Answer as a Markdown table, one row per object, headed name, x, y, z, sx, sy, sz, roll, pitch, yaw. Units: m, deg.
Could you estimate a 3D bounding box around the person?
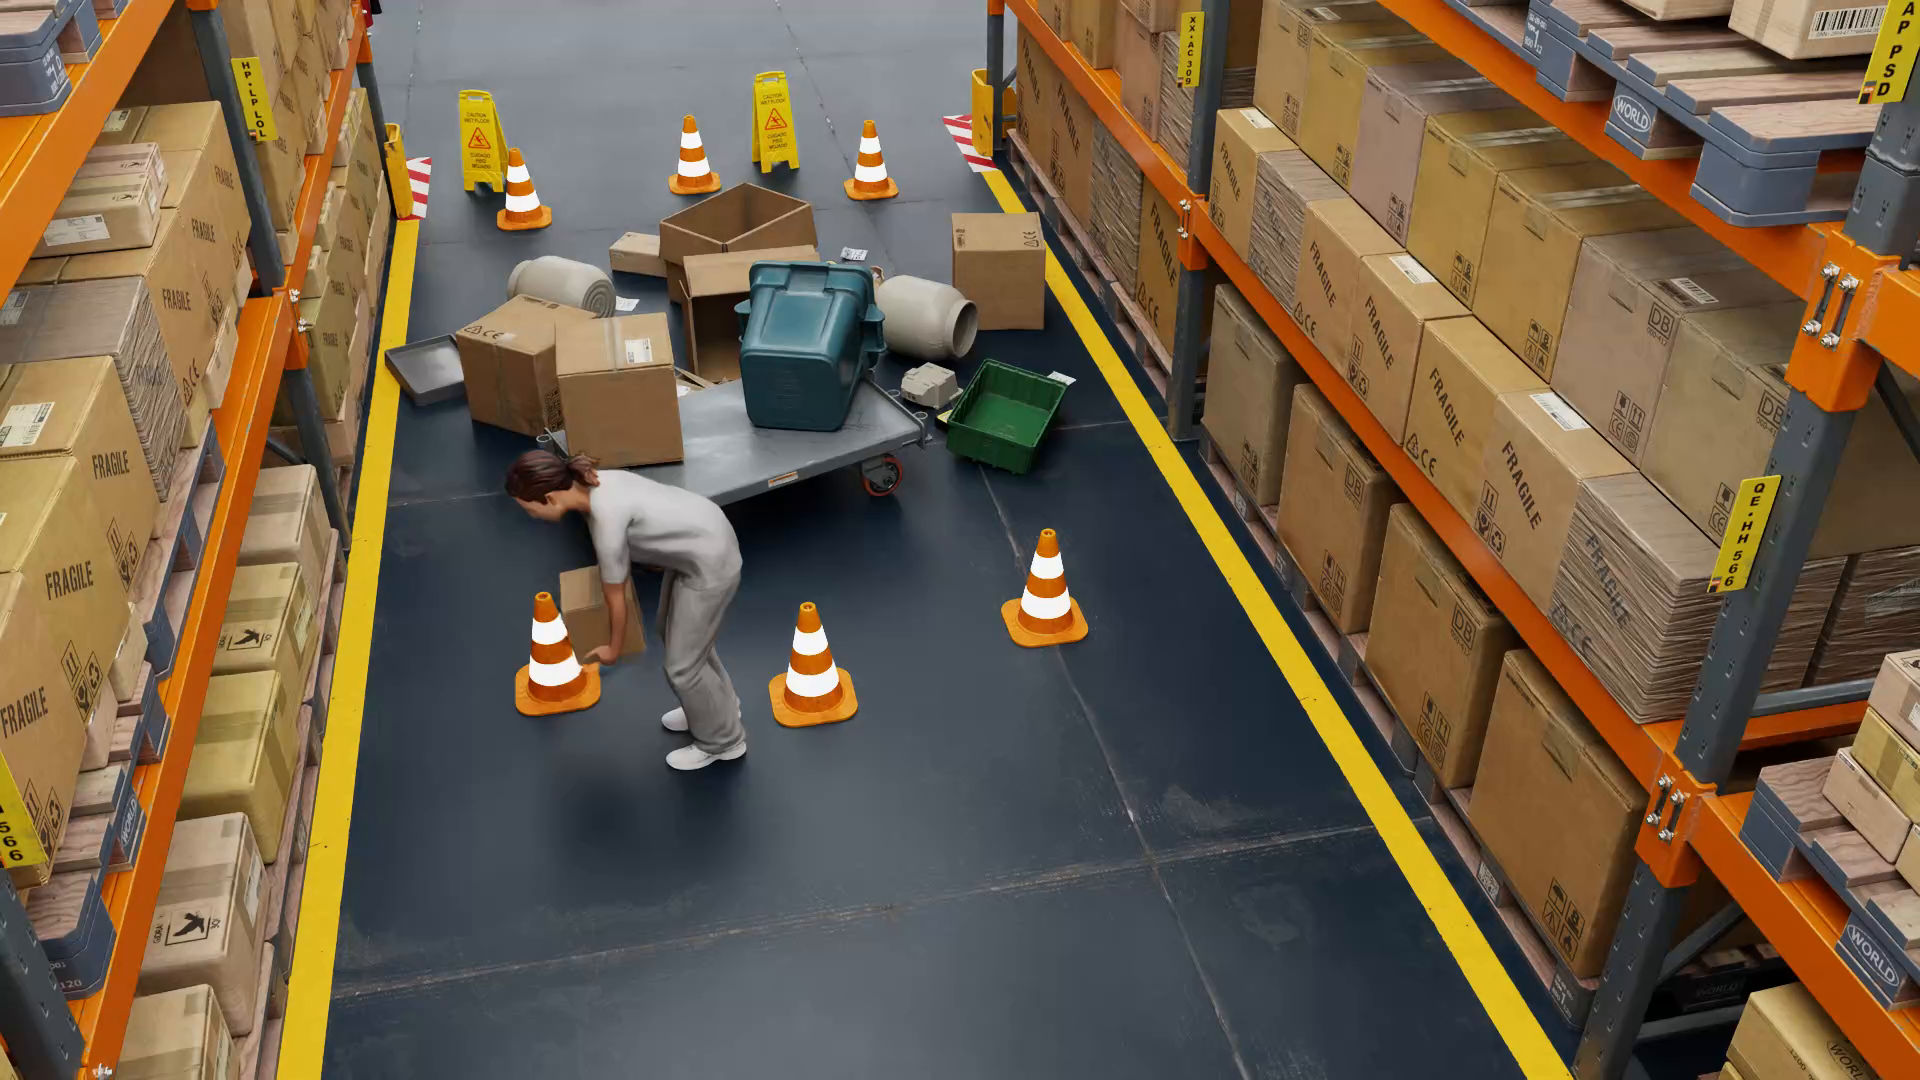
| name | x | y | z | sx | sy | sz | roll | pitch | yaw |
| --- | --- | --- | --- | --- | --- | --- | --- | --- | --- |
| person | -1.173 | 0.238 | 6.060 | 0.773 | 1.384 | 0.409 | -8 | 35 | -11 |
